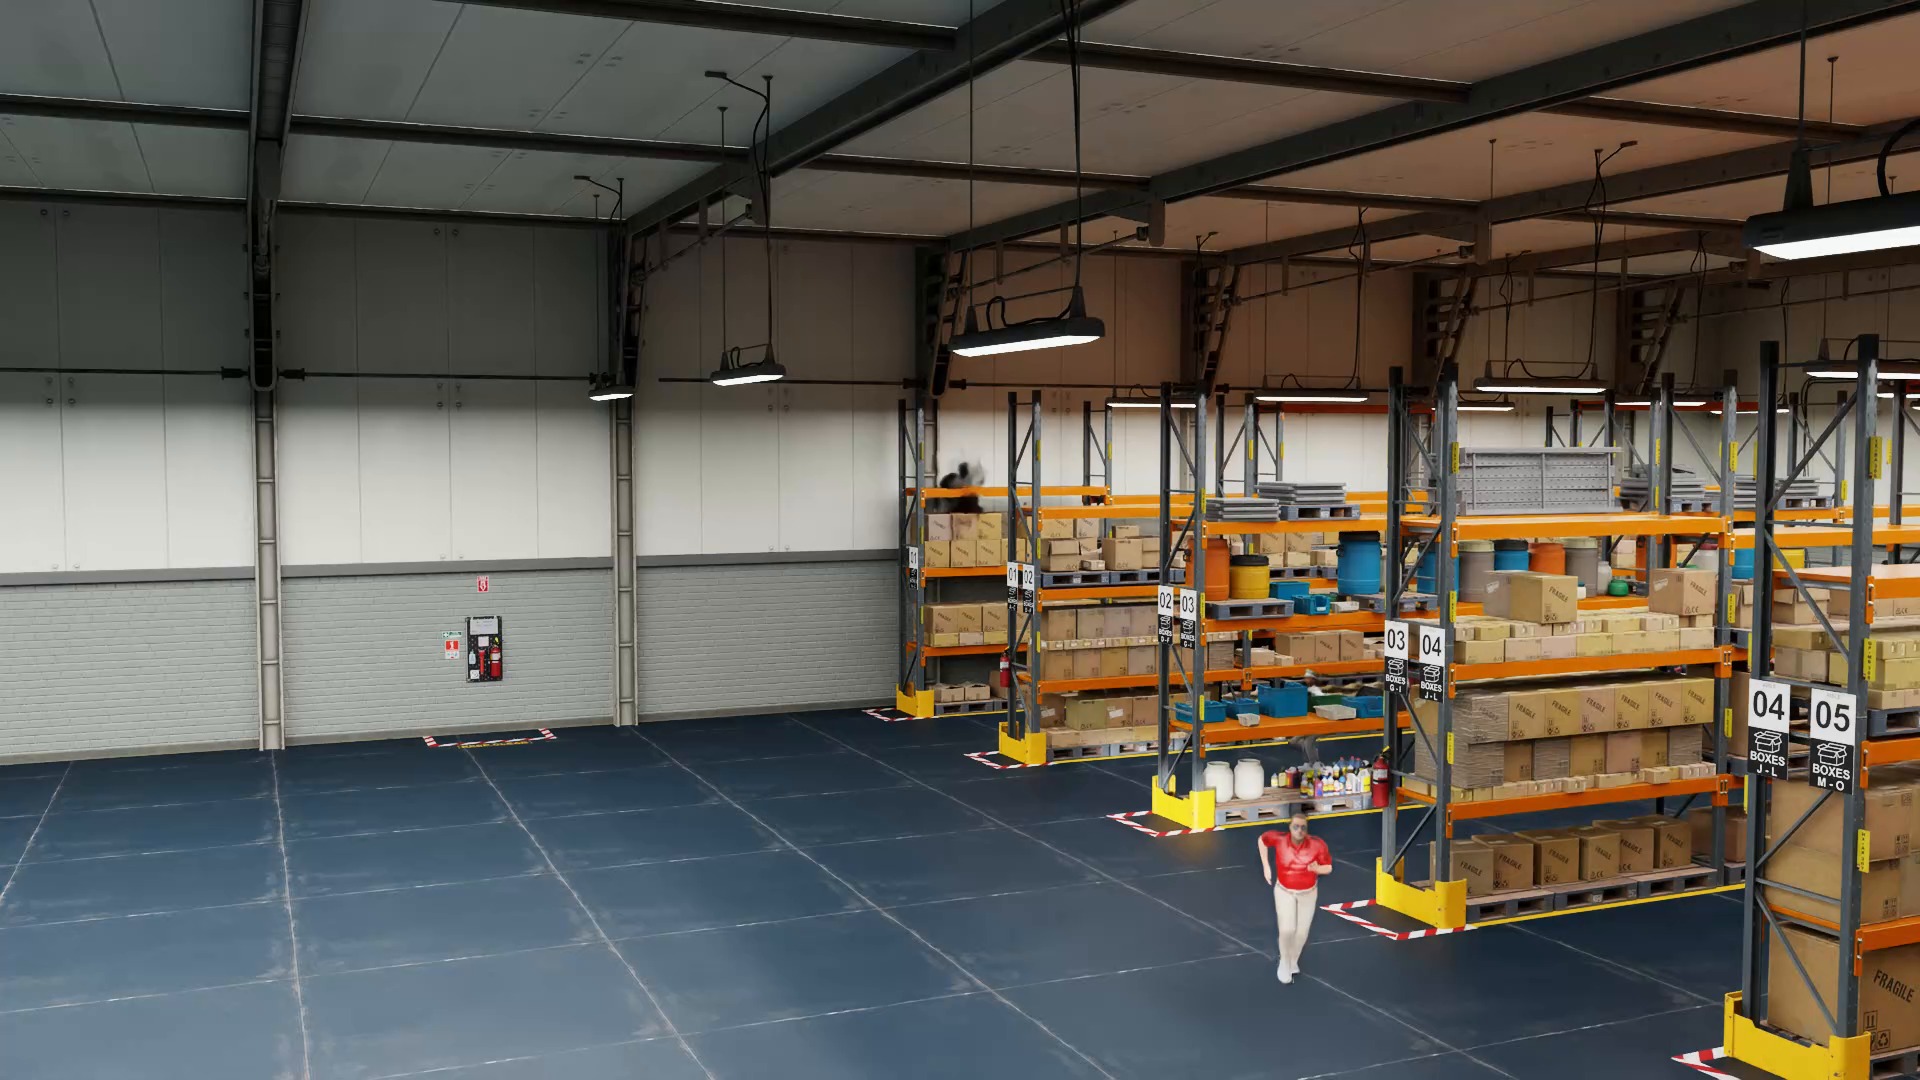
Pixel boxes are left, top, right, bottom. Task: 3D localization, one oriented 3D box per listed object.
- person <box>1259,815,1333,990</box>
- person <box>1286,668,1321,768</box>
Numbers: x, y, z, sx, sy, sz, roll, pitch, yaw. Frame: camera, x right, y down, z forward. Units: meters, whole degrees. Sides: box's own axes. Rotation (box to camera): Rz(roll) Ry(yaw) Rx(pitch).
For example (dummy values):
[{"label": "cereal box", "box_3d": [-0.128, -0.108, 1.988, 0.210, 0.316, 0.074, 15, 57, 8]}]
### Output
[{"label": "person", "box_3d": [3.180, 3.400, 15.755, 0.648, 1.683, 0.934, 0, 3, 3]}, {"label": "person", "box_3d": [5.333, 2.811, 25.800, 0.607, 1.650, 0.563, -2, 4, -33]}]
